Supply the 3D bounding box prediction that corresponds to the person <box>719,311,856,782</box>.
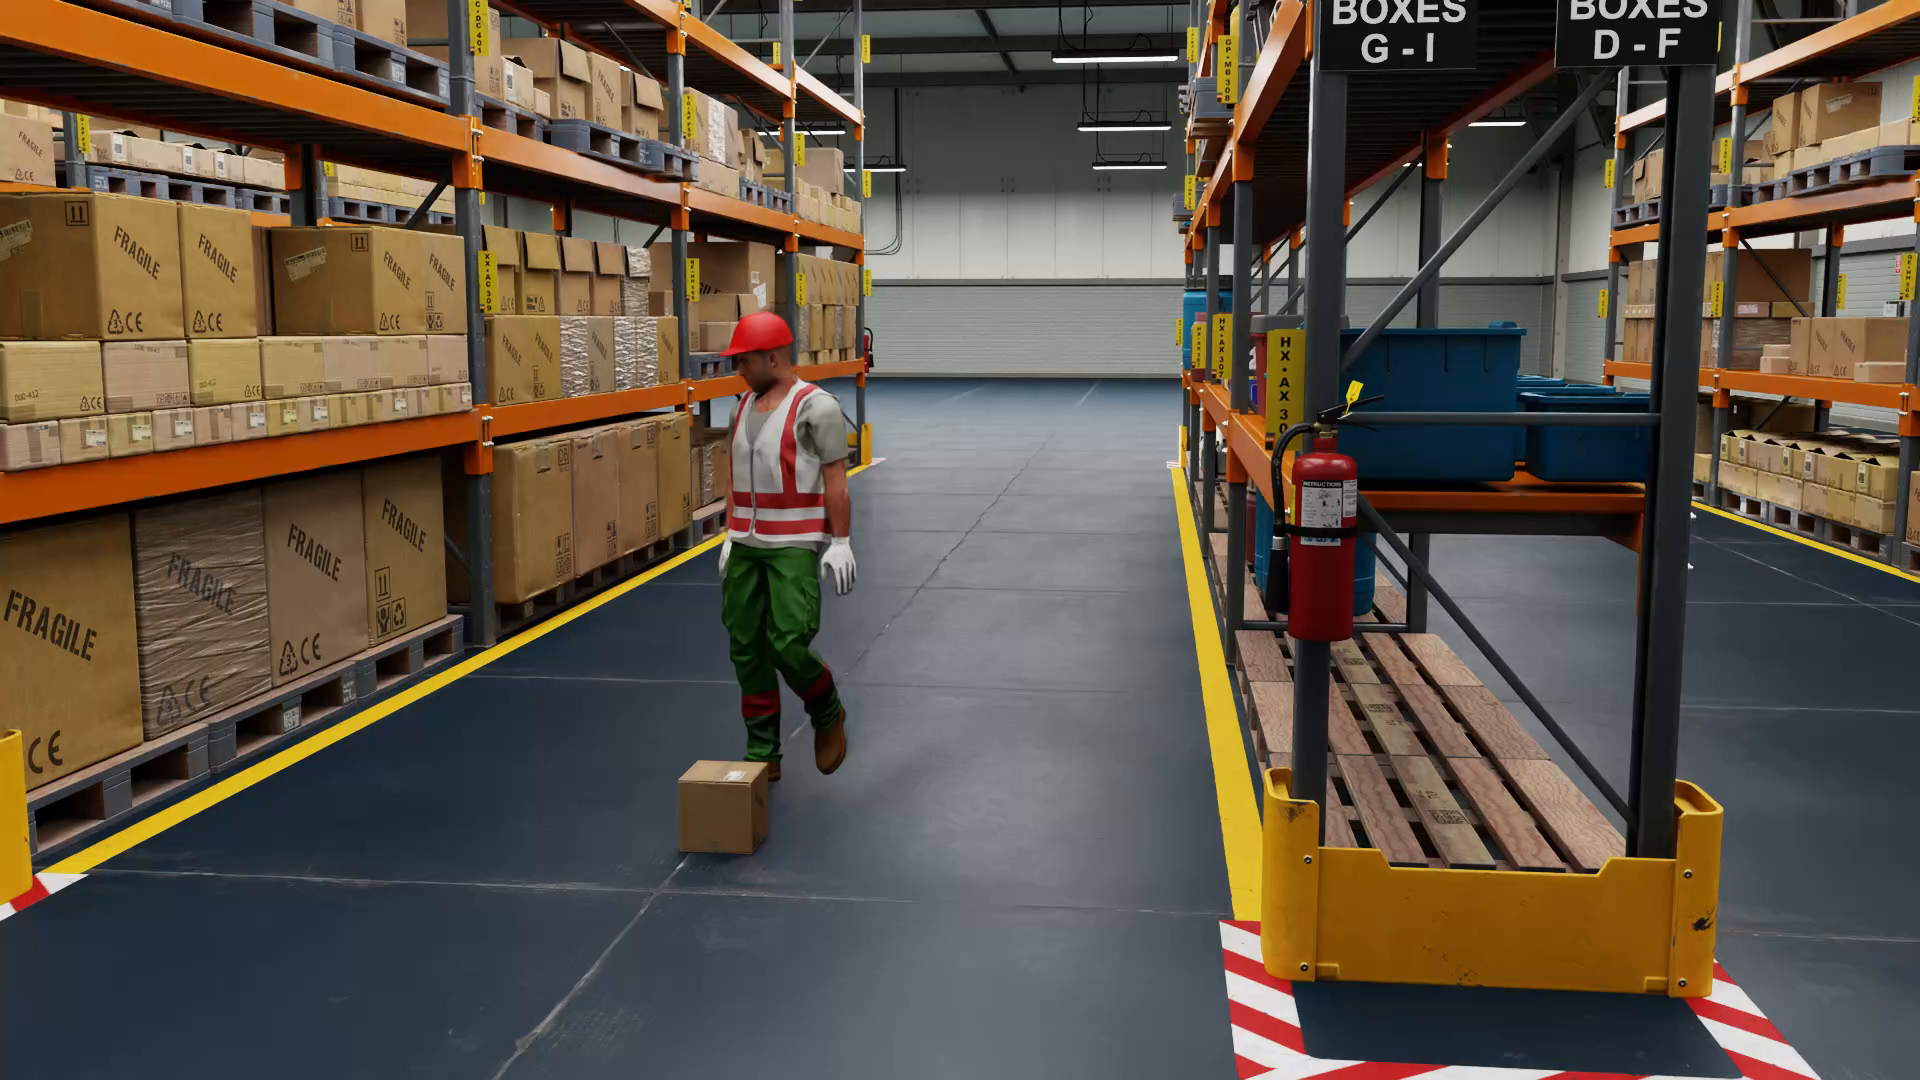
[{"bbox_3d":[-0.683,0.039,6.230,0.586,1.775,0.513,5,9,34],"label":"person"}]
